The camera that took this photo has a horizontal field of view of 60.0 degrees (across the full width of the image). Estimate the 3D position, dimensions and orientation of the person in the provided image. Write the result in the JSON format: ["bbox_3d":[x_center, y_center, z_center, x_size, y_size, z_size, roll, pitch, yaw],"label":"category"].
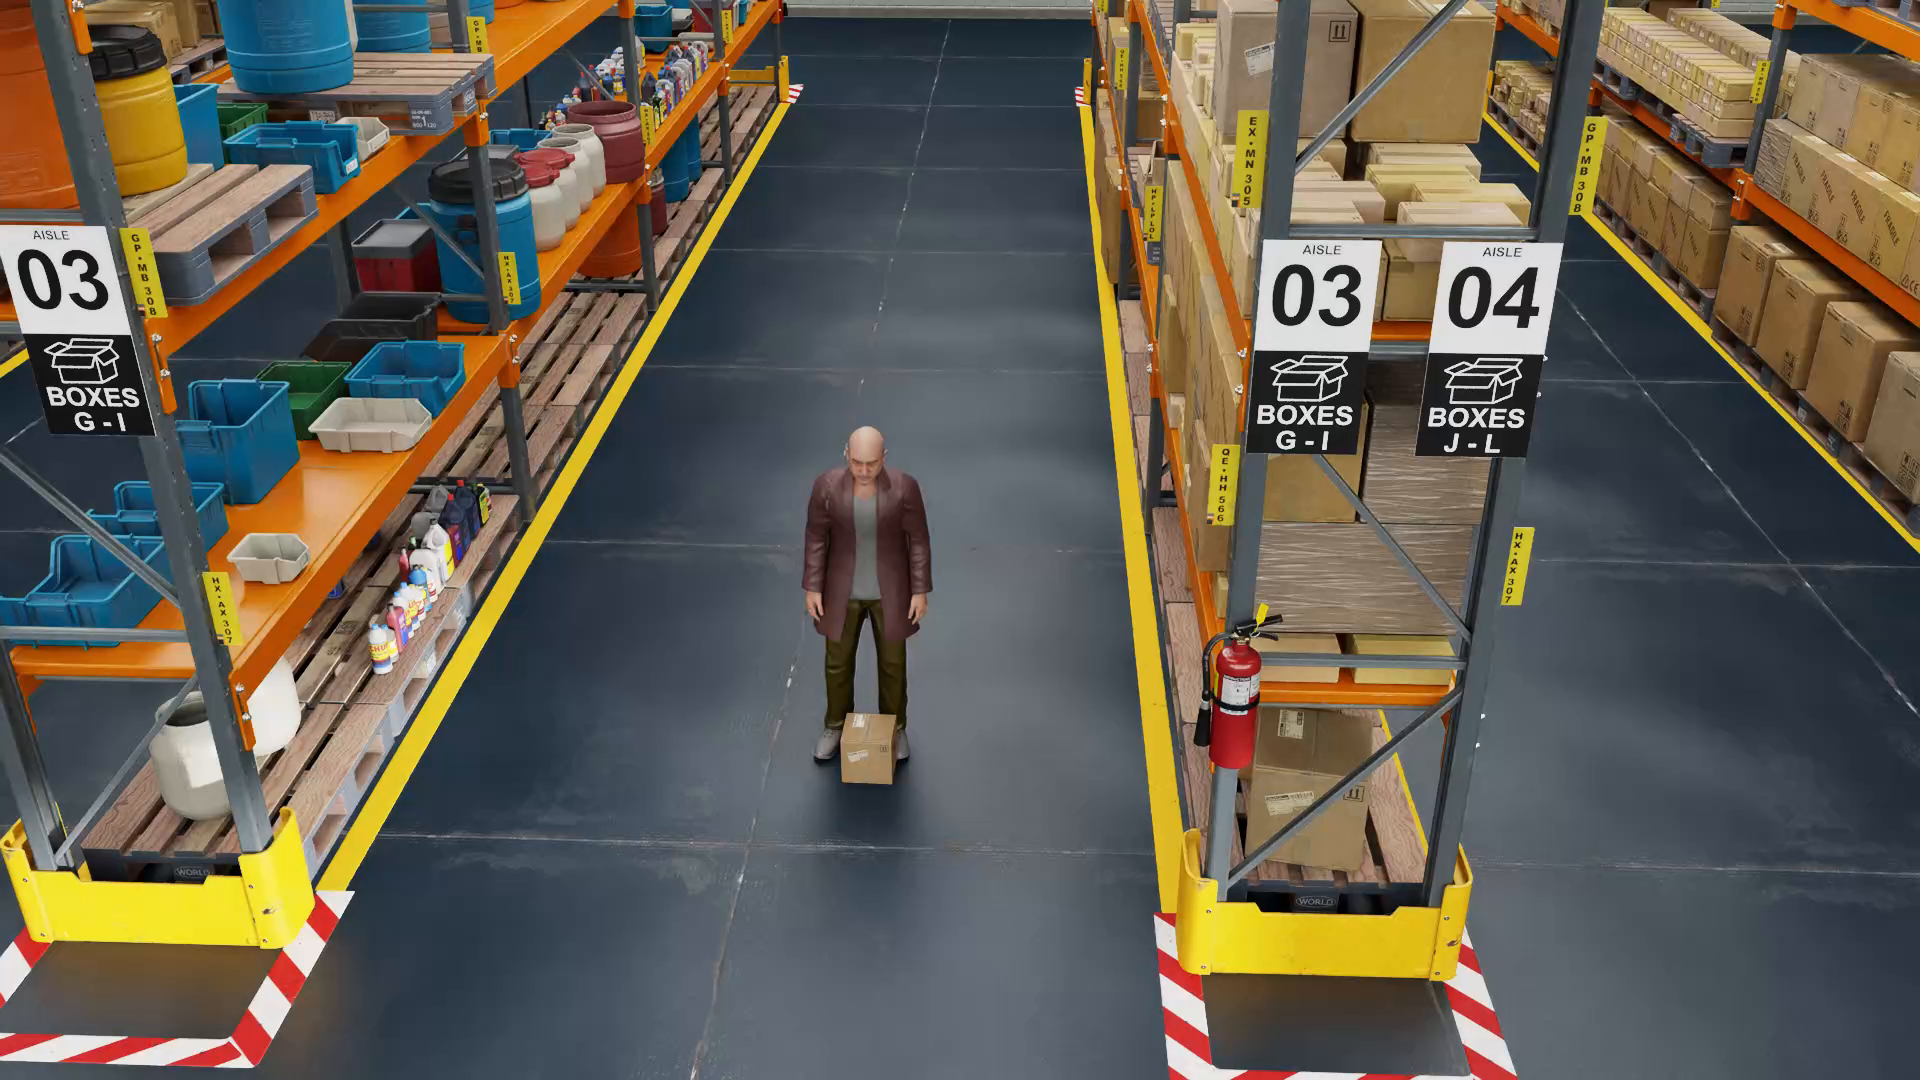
[{"bbox_3d":[-0.455,0.250,8.158,0.644,1.774,0.424,1,28,2],"label":"person"}]
